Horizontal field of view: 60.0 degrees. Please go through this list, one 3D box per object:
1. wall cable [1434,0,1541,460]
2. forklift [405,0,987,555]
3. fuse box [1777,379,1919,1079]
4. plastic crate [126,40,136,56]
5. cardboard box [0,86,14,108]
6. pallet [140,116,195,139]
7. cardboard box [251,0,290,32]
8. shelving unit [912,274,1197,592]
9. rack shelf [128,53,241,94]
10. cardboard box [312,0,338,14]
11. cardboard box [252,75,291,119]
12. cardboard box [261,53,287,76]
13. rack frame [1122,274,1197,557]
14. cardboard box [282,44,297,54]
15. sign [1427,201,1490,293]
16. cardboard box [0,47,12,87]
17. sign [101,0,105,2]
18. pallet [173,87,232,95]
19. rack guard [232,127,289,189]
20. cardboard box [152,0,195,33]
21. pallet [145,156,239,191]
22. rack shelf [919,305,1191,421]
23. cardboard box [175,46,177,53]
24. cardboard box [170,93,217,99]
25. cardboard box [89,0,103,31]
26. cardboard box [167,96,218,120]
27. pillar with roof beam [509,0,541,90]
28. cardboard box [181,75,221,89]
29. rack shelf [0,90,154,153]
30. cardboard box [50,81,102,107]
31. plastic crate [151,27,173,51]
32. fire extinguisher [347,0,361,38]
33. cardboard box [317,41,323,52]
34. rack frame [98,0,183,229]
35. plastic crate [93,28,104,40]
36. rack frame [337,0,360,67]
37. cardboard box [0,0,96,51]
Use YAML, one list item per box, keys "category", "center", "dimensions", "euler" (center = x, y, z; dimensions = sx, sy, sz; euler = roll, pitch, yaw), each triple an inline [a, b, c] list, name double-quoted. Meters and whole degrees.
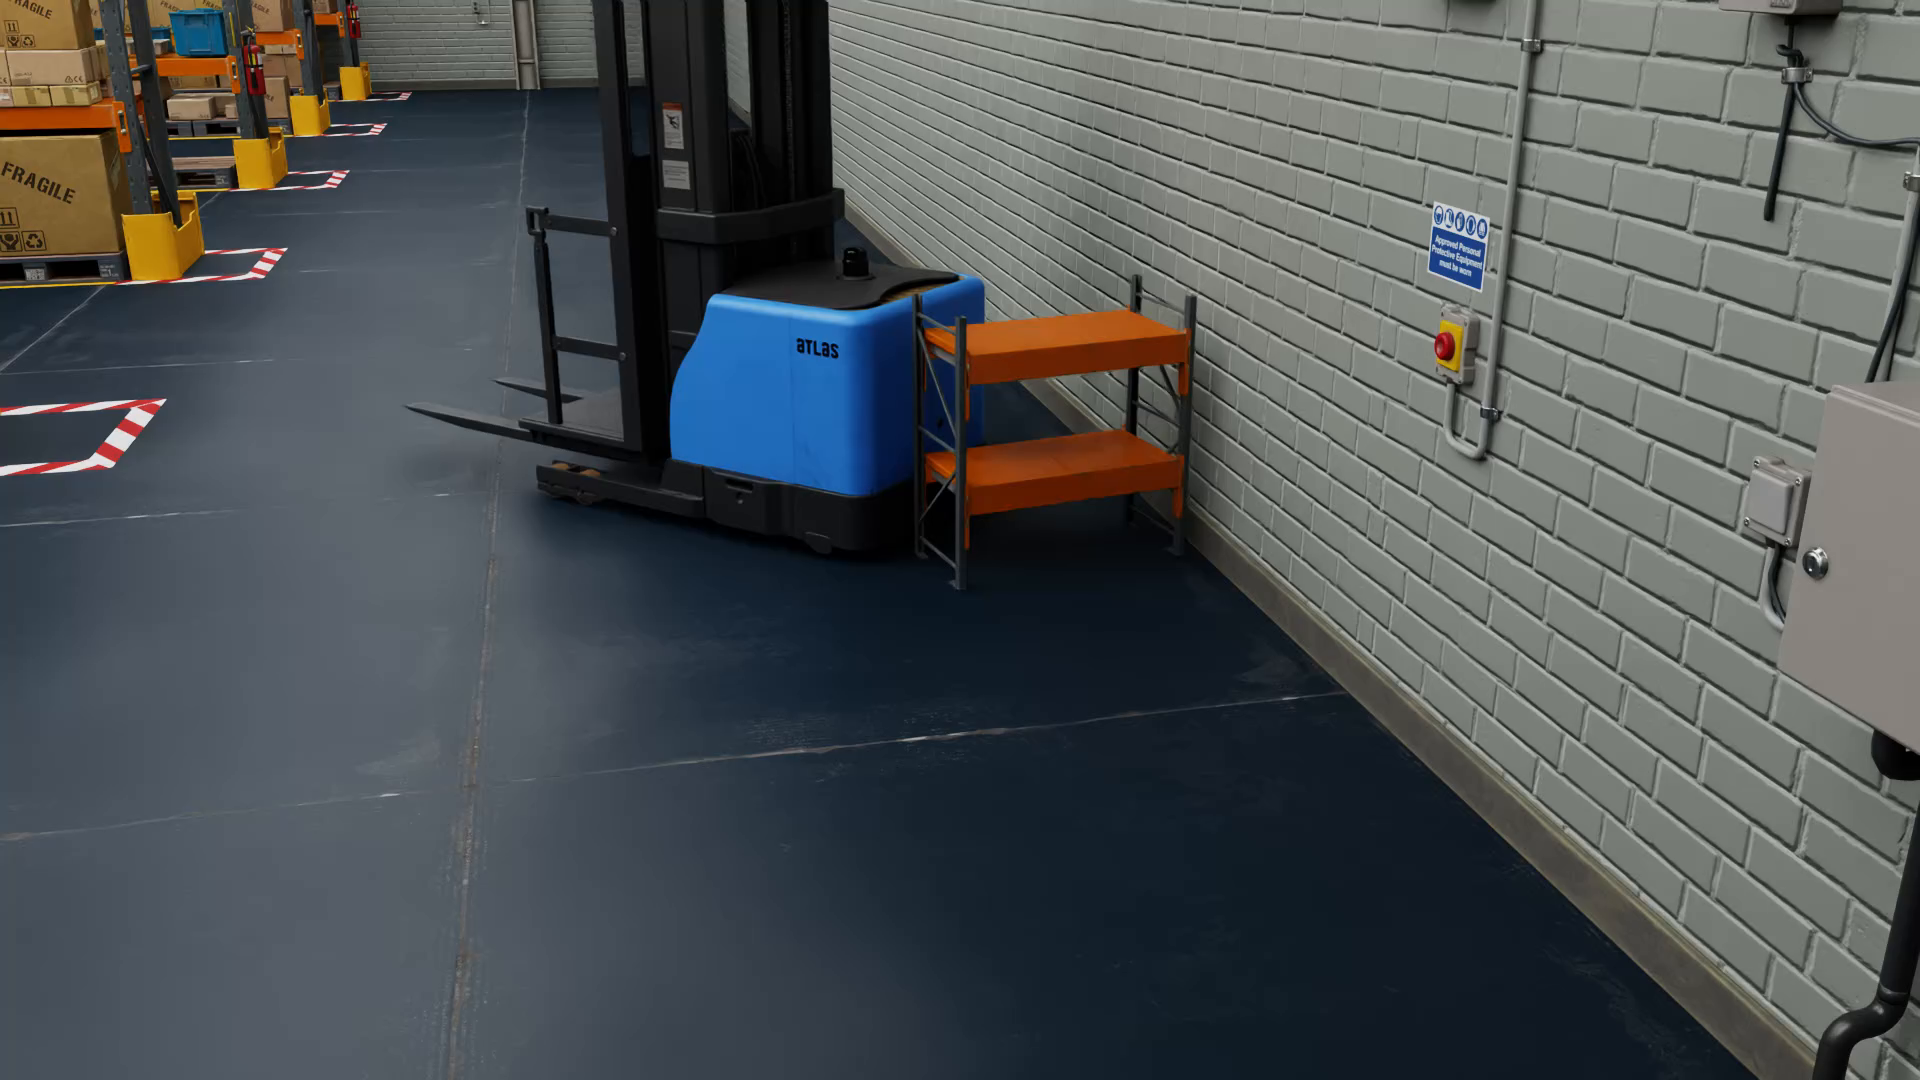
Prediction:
- category: "wall cable"
  center: [1.433, -1.219, 4.760]
  dimensions: [0.123, 1.953, 0.585]
  euler: [-5, 21, -12]
- category: "forklift"
  center: [-1.395, -1.677, 7.632]
  dimensions: [3.031, 2.935, 1.130]
  euler: [12, 23, 30]
- category: "fuse box"
  center: [1.774, 0.592, 3.211]
  dimensions: [0.414, 1.711, 0.539]
  euler: [-5, 21, -12]
- category: "plastic crate"
  center: [-8.507, -5.010, 16.926]
  dimensions: [0.243, 0.136, 0.396]
  euler: [-5, 21, -12]
- category: "cardboard box"
  center: [-7.099, -3.294, 12.310]
  dimensions: [0.250, 0.149, 0.380]
  euler: [-5, 21, -12]
- category: "pallet"
  center: [-10.640, -5.433, 21.839]
  dimensions: [1.213, 0.211, 1.003]
  euler: [-5, 21, -12]
- category: "cardboard box"
  center: [-8.979, -6.827, 21.446]
  dimensions: [0.500, 0.500, 0.500]
  euler: [-4, 20, -11]
- category: "shelving unit"
  center: [0.382, -0.468, 6.958]
  dimensions: [1.048, 1.125, 0.538]
  euler: [-8, 22, -22]
- category: "rack shelf"
  center: [-9.416, -4.753, 16.973]
  dimensions: [4.000, 0.370, 1.077]
  euler: [-5, 21, -12]
- category: "cardboard box"
  center: [-10.243, -8.662, 26.164]
  dimensions: [0.700, 0.700, 0.980]
  euler: [-4, 20, -10]
- category: "cardboard box"
  center: [-9.078, -5.814, 21.821]
  dimensions: [0.500, 0.500, 0.500]
  euler: [-5, 21, -12]
- category: "cardboard box"
  center: [-10.894, -7.460, 26.342]
  dimensions: [0.500, 0.500, 0.700]
  euler: [-5, 21, -13]
- category: "rack frame"
  center: [0.849, -0.537, 7.145]
  dimensions: [0.032, 1.125, 0.500]
  euler: [-8, 22, -22]
- category: "cardboard box"
  center: [-10.490, -7.733, 26.144]
  dimensions: [0.250, 0.149, 0.380]
  euler: [-5, 21, -13]
- category: "sign"
  center: [1.481, -0.876, 4.951]
  dimensions: [0.001, 0.218, 0.327]
  euler: [-5, 21, -12]
- category: "cardboard box"
  center: [-7.234, -3.493, 12.274]
  dimensions: [0.500, 0.250, 0.500]
  euler: [-5, 21, -13]
- category: "sign"
  center: [-6.218, -4.063, 12.017]
  dimensions: [0.005, 0.325, 0.100]
  euler: [-5, 21, -12]
- category: "pallet"
  center: [-11.694, -7.071, 26.310]
  dimensions: [1.213, 0.211, 1.003]
  euler: [-5, 21, -12]
- category: "rack guard"
  center: [-7.449, -4.081, 17.729]
  dimensions: [0.348, 0.500, 1.175]
  euler: [-5, 21, -12]
- category: "cardboard box"
  center: [-9.970, -6.747, 21.228]
  dimensions: [0.500, 0.500, 0.500]
  euler: [-4, 21, -12]
- category: "pallet"
  center: [-8.281, -3.887, 17.619]
  dimensions: [1.213, 0.211, 1.003]
  euler: [-5, 21, -12]
- category: "rack shelf"
  center: [0.382, -0.743, 6.857]
  dimensions: [1.000, 0.278, 0.538]
  euler: [-8, 22, -22]
- category: "cardboard box"
  center: [-12.007, -7.609, 25.805]
  dimensions: [0.250, 0.149, 0.380]
  euler: [-5, 21, -14]
- category: "cardboard box"
  center: [-10.173, -5.795, 22.132]
  dimensions: [0.500, 0.250, 0.500]
  euler: [-5, 21, -12]
- category: "cardboard box"
  center: [-10.955, -6.667, 21.008]
  dimensions: [0.500, 0.500, 0.500]
  euler: [-5, 21, -13]
- category: "cardboard box"
  center: [-10.010, -5.632, 21.686]
  dimensions: [0.500, 0.250, 0.500]
  euler: [-5, 21, -12]
- category: "pillar with roof beam"
  center: [-6.330, -10.444, 22.743]
  dimensions: [0.400, 9.000, 9.100]
  euler: [-5, 21, -12]
- category: "cardboard box"
  center: [-11.901, -7.375, 26.111]
  dimensions: [0.500, 0.500, 0.700]
  euler: [-4, 21, -11]
- category: "rack shelf"
  center: [-8.276, -3.095, 12.448]
  dimensions: [4.000, 0.370, 1.077]
  euler: [-5, 21, -12]
- category: "cardboard box"
  center: [-6.601, -3.334, 12.421]
  dimensions: [0.250, 0.149, 0.380]
  euler: [-4, 21, -11]
- category: "plastic crate"
  center: [-8.426, -5.237, 17.406]
  dimensions: [0.300, 0.233, 0.416]
  euler: [-5, 21, -12]
- category: "fire extinguisher"
  center: [-9.496, -8.211, 26.023]
  dimensions: [0.183, 0.674, 0.296]
  euler: [-5, 21, -12]
- category: "cardboard box"
  center: [-10.332, -7.881, 26.548]
  dimensions: [0.250, 0.149, 0.380]
  euler: [-5, 21, -12]
- category: "rack frame"
  center: [-6.330, -3.591, 12.756]
  dimensions: [0.127, 3.000, 1.000]
  euler: [-5, 21, -12]
- category: "plastic crate"
  center: [-9.067, -5.185, 17.263]
  dimensions: [0.300, 0.233, 0.416]
  euler: [-5, 21, -12]
- category: "rack frame"
  center: [-9.749, -8.565, 26.335]
  dimensions: [0.127, 3.000, 1.000]
  euler: [-5, 21, -12]
- category: "cardboard box"
  center: [-6.743, -3.886, 12.256]
  dimensions: [0.500, 0.500, 0.500]
  euler: [-4, 21, -12]
